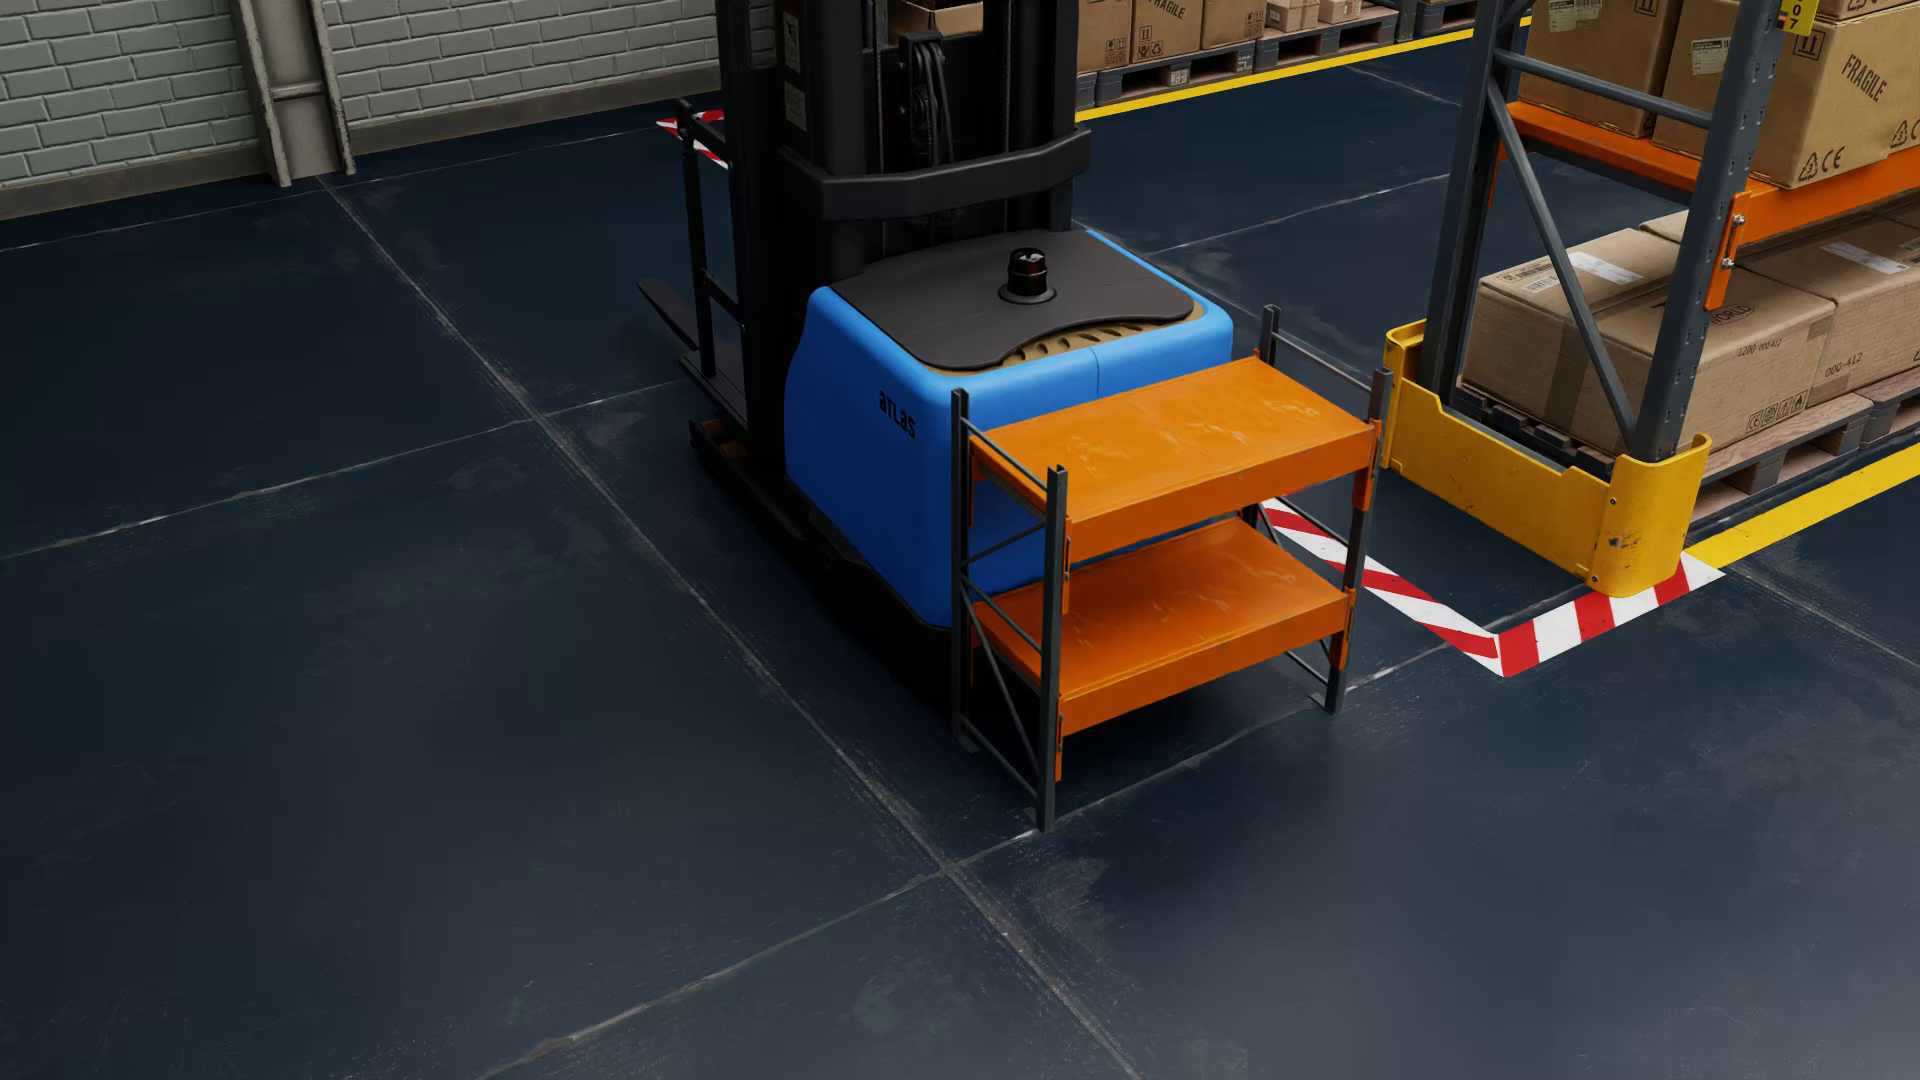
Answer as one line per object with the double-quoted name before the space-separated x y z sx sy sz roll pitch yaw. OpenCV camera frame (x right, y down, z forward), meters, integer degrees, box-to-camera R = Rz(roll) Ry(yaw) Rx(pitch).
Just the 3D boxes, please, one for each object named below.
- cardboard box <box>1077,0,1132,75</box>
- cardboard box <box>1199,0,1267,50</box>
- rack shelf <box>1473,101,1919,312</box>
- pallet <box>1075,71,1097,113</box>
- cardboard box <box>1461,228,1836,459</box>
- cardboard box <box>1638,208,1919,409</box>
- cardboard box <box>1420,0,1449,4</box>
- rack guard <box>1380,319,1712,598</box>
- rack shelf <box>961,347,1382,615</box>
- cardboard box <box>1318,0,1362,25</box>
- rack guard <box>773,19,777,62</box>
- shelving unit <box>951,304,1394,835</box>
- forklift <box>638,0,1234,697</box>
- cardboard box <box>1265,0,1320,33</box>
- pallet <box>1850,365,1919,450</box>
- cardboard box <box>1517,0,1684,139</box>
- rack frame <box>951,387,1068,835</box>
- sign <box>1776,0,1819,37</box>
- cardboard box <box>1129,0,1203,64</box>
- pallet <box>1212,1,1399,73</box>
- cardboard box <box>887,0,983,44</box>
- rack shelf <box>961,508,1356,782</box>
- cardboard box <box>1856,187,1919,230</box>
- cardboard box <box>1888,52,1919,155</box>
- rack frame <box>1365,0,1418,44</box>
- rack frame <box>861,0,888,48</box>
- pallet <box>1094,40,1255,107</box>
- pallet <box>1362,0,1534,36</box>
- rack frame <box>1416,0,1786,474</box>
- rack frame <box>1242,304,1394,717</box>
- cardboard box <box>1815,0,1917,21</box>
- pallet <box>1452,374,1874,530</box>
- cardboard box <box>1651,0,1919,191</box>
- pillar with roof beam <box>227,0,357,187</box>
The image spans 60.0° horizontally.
"cardboard box" 0.603 -3.092 9.789 0.500 0.500 0.700 -17 36 -25
"cardboard box" 1.475 -3.392 10.265 0.500 0.500 0.700 -20 38 -29
"rack shelf" 3.671 -1.656 6.239 4.000 0.370 1.077 -19 37 -27
"pallet" 0.031 -2.681 9.802 1.213 0.211 1.003 -19 37 -27
"cardboard box" 2.491 -0.712 6.075 0.875 0.438 0.875 -20 38 -29
"cardboard box" 3.256 -0.980 6.501 0.875 0.438 0.875 -18 36 -26
"cardboard box" 3.188 -3.923 11.107 0.500 0.500 0.500 -17 36 -25
"rack guard" 1.970 -0.318 5.786 0.348 0.500 1.175 -19 37 -27
"rack shelf" 0.554 -0.183 4.436 1.000 0.278 0.538 -17 36 -25
"cardboard box" 2.351 -3.443 10.675 0.250 0.149 0.380 -20 37 -29
"rack guard" -0.638 -2.572 9.359 0.348 0.500 1.175 -19 37 -27
"shelving unit" 0.554 0.065 4.593 1.048 1.125 0.538 -17 36 -25
"forklift" -0.348 -1.539 5.442 1.130 2.935 3.031 -16 36 -24
"cardboard box" 2.051 -3.389 10.480 0.258 0.266 0.396 -18 36 -26
"pallet" 3.644 -0.820 6.852 1.213 0.211 1.003 -19 37 -27
"cardboard box" 2.252 -1.683 5.513 0.500 0.500 0.500 -19 37 -27
"rack frame" 0.115 0.201 4.376 0.032 1.125 0.500 -17 36 -25
"sign" 2.286 -1.532 4.481 0.005 0.325 0.100 -19 37 -27
"cardboard box" 1.101 -3.200 9.960 0.500 0.500 0.500 -18 37 -26
"pallet" 2.082 -3.386 10.920 1.213 0.211 1.003 -19 37 -27
"cardboard box" -0.137 -2.863 9.424 0.637 0.503 0.797 -21 38 -29
"rack shelf" 0.554 0.271 4.723 1.000 0.278 0.538 -17 36 -25
"cardboard box" 4.014 -1.240 6.913 0.875 0.438 0.875 -20 37 -29
"cardboard box" 2.959 -1.594 5.371 0.500 0.500 0.500 -20 37 -28
"rack frame" 2.660 -4.764 10.490 0.127 3.000 1.000 -19 37 -27
"rack frame" -0.702 -3.607 8.657 0.127 3.000 1.000 -19 37 -27
"pallet" 1.056 -3.031 10.358 1.213 0.211 1.003 -19 37 -27
"pallet" 3.323 -3.836 11.634 1.213 0.211 1.003 -19 37 -27
"rack frame" 1.990 -1.383 5.130 0.127 3.000 1.000 -19 37 -27
"rack frame" 0.993 -0.072 4.809 0.032 1.125 0.500 -17 36 -25
"cardboard box" 2.548 -1.859 4.854 0.500 0.500 0.500 -20 37 -28
"pallet" 2.620 -0.469 6.296 1.213 0.211 1.003 -19 37 -27
"cardboard box" 2.549 -1.435 5.119 0.500 0.500 0.500 -19 37 -28
"pillar with roof beam" -1.124 -3.839 3.401 0.400 9.000 9.100 -19 37 -27
